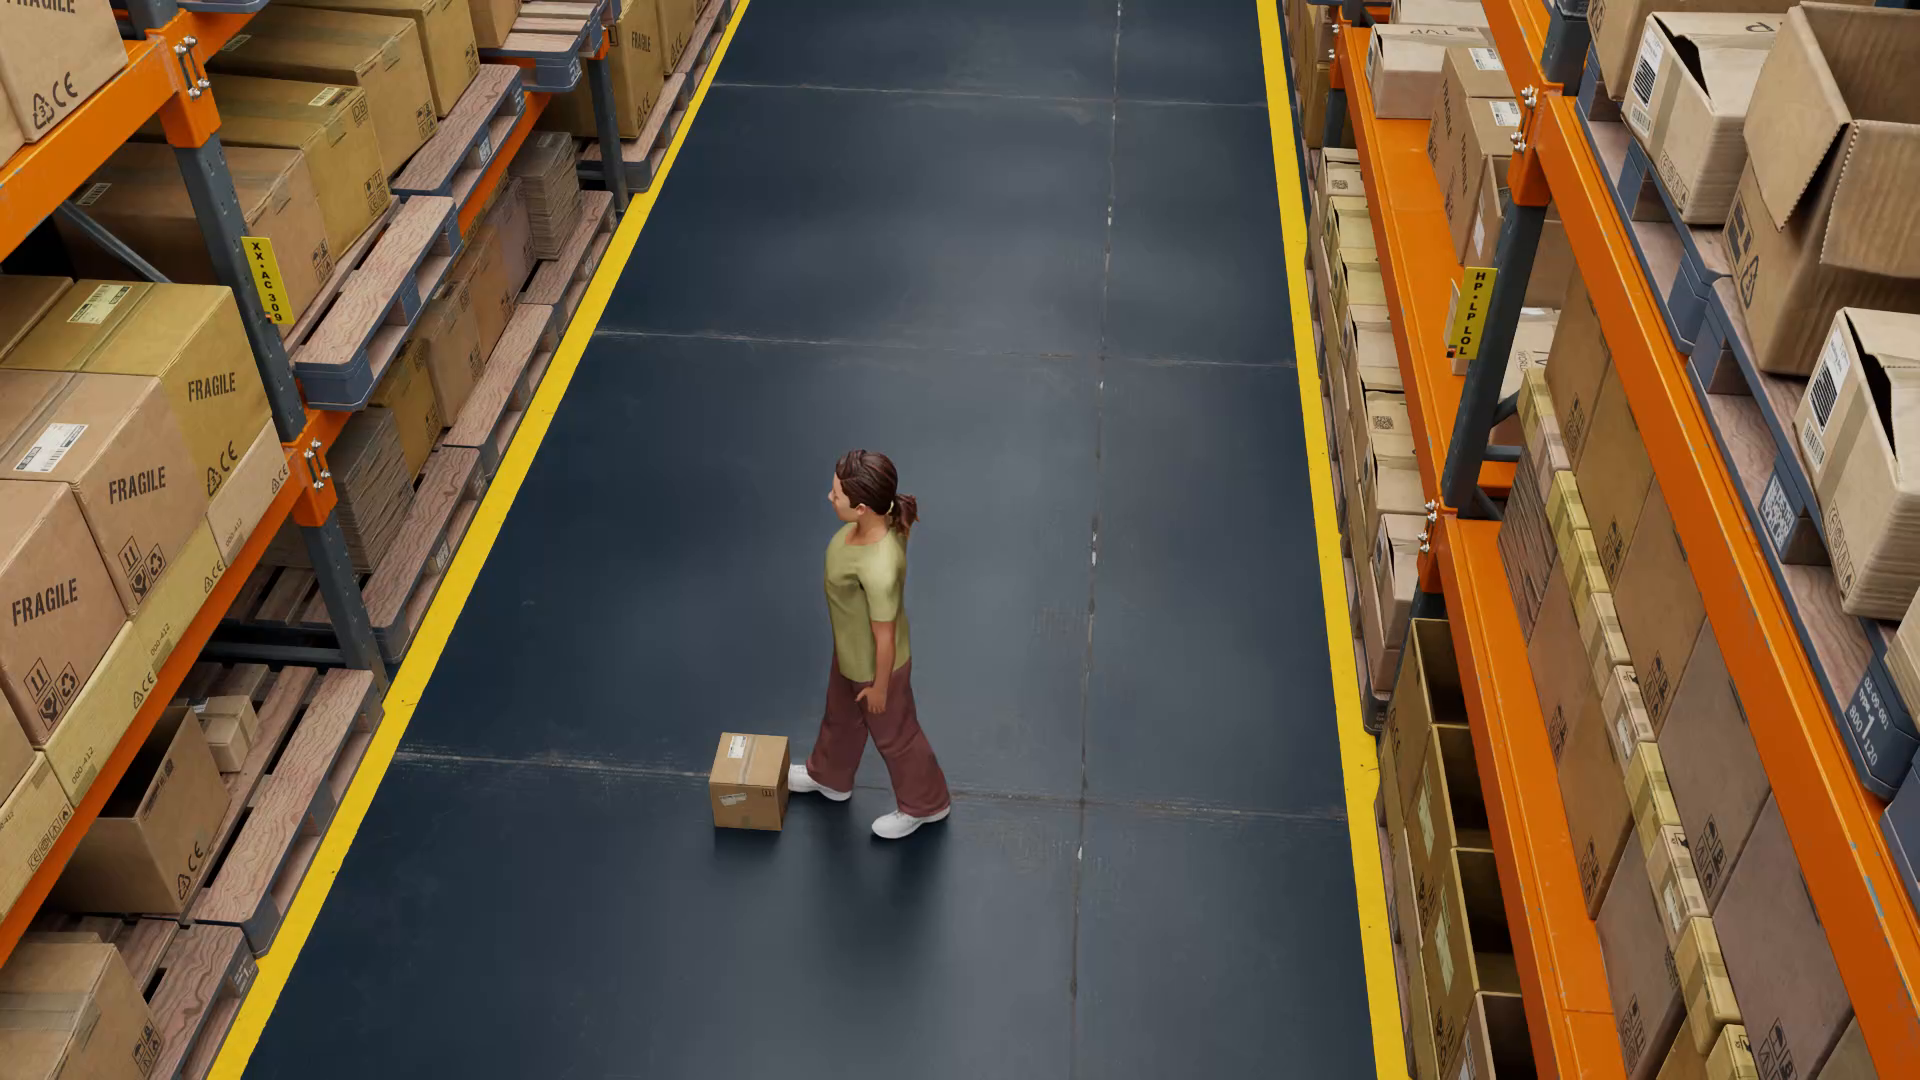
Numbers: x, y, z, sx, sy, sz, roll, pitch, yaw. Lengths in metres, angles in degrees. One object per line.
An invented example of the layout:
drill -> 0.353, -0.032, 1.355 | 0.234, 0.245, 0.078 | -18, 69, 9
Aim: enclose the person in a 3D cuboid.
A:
person -> -0.370, 0.380, 5.697 | 0.668, 1.664, 0.451 | -1, 40, -2
